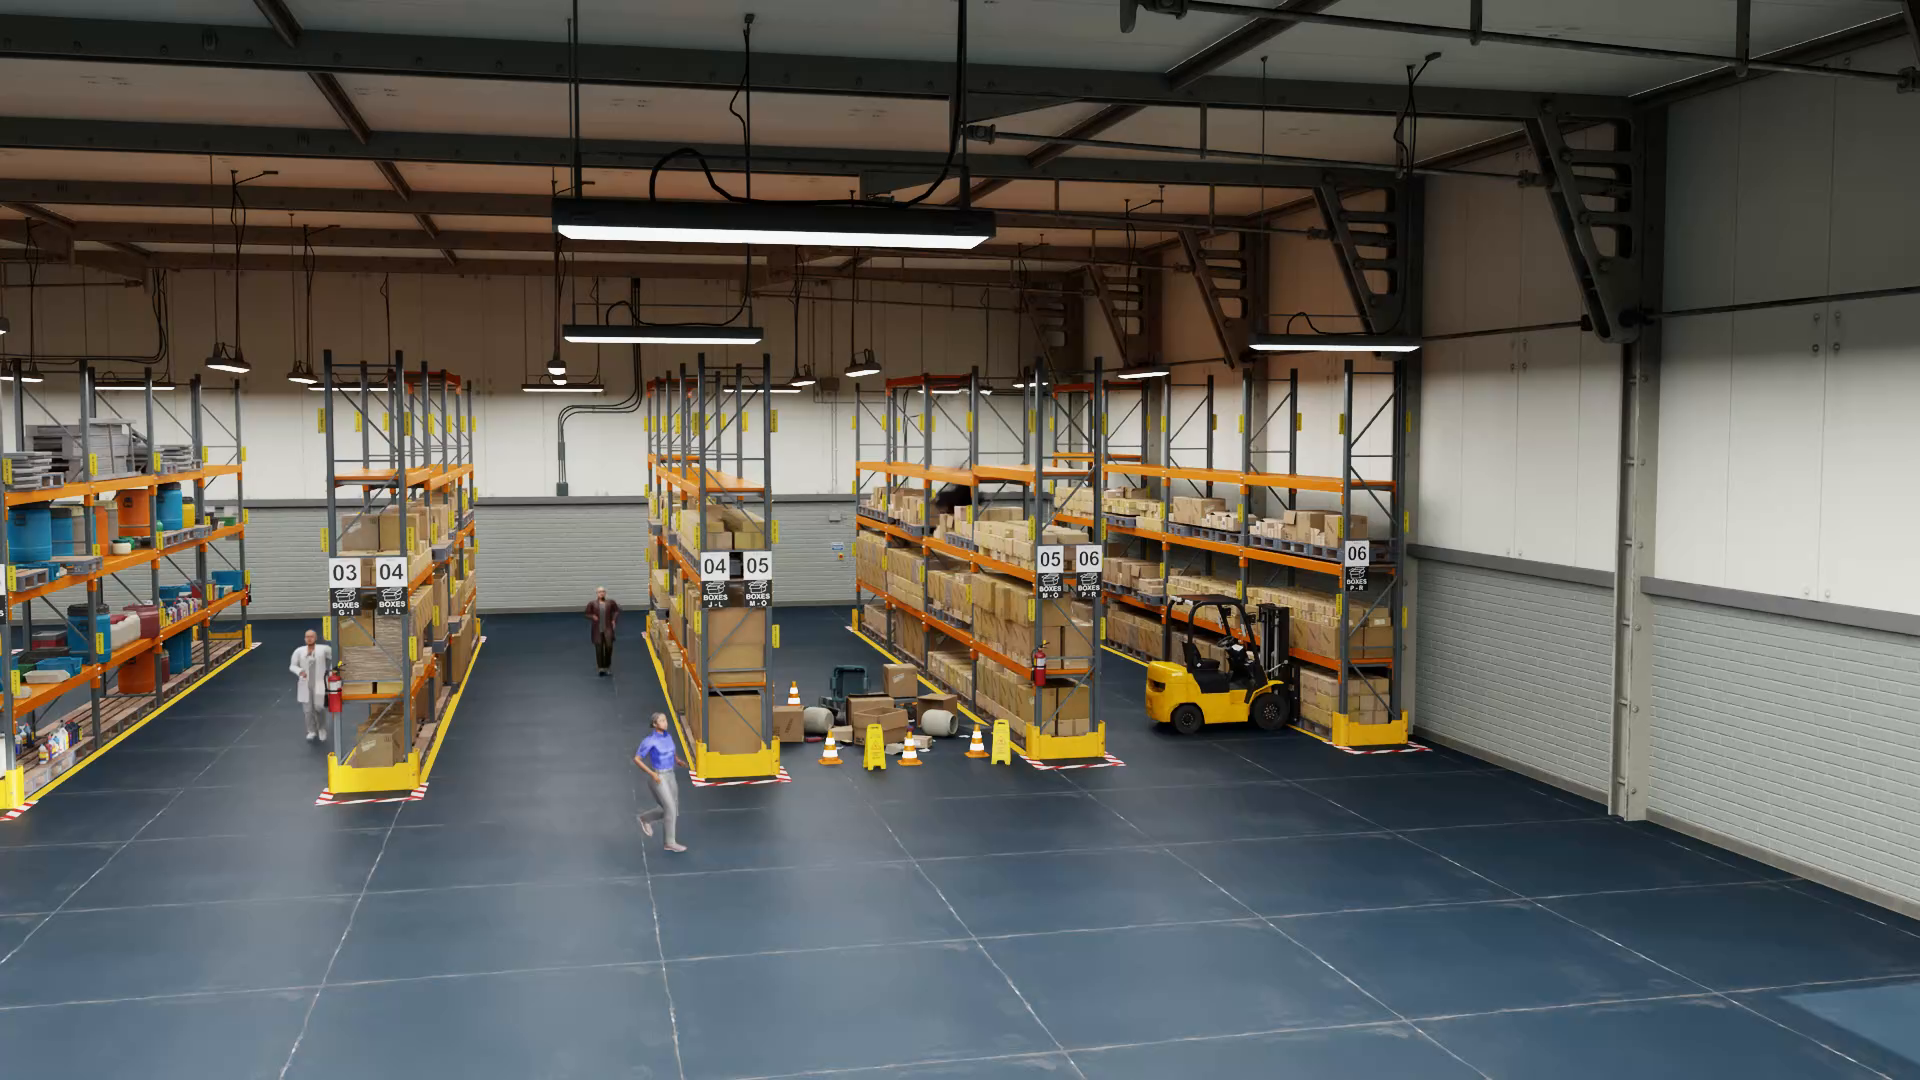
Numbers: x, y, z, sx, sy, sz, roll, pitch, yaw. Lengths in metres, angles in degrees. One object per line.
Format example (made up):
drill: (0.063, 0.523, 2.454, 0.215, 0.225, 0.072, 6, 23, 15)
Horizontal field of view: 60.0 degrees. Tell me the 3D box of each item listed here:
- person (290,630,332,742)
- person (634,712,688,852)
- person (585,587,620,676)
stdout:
person: (-10.169, 2.298, 26.151, 0.684, 1.763, 0.766, -1, 4, -12)
person: (-3.552, 2.831, 19.599, 0.766, 1.617, 0.597, 2, 5, 28)
person: (-7.103, 1.826, 33.077, 0.692, 1.788, 0.711, -1, 4, -14)
